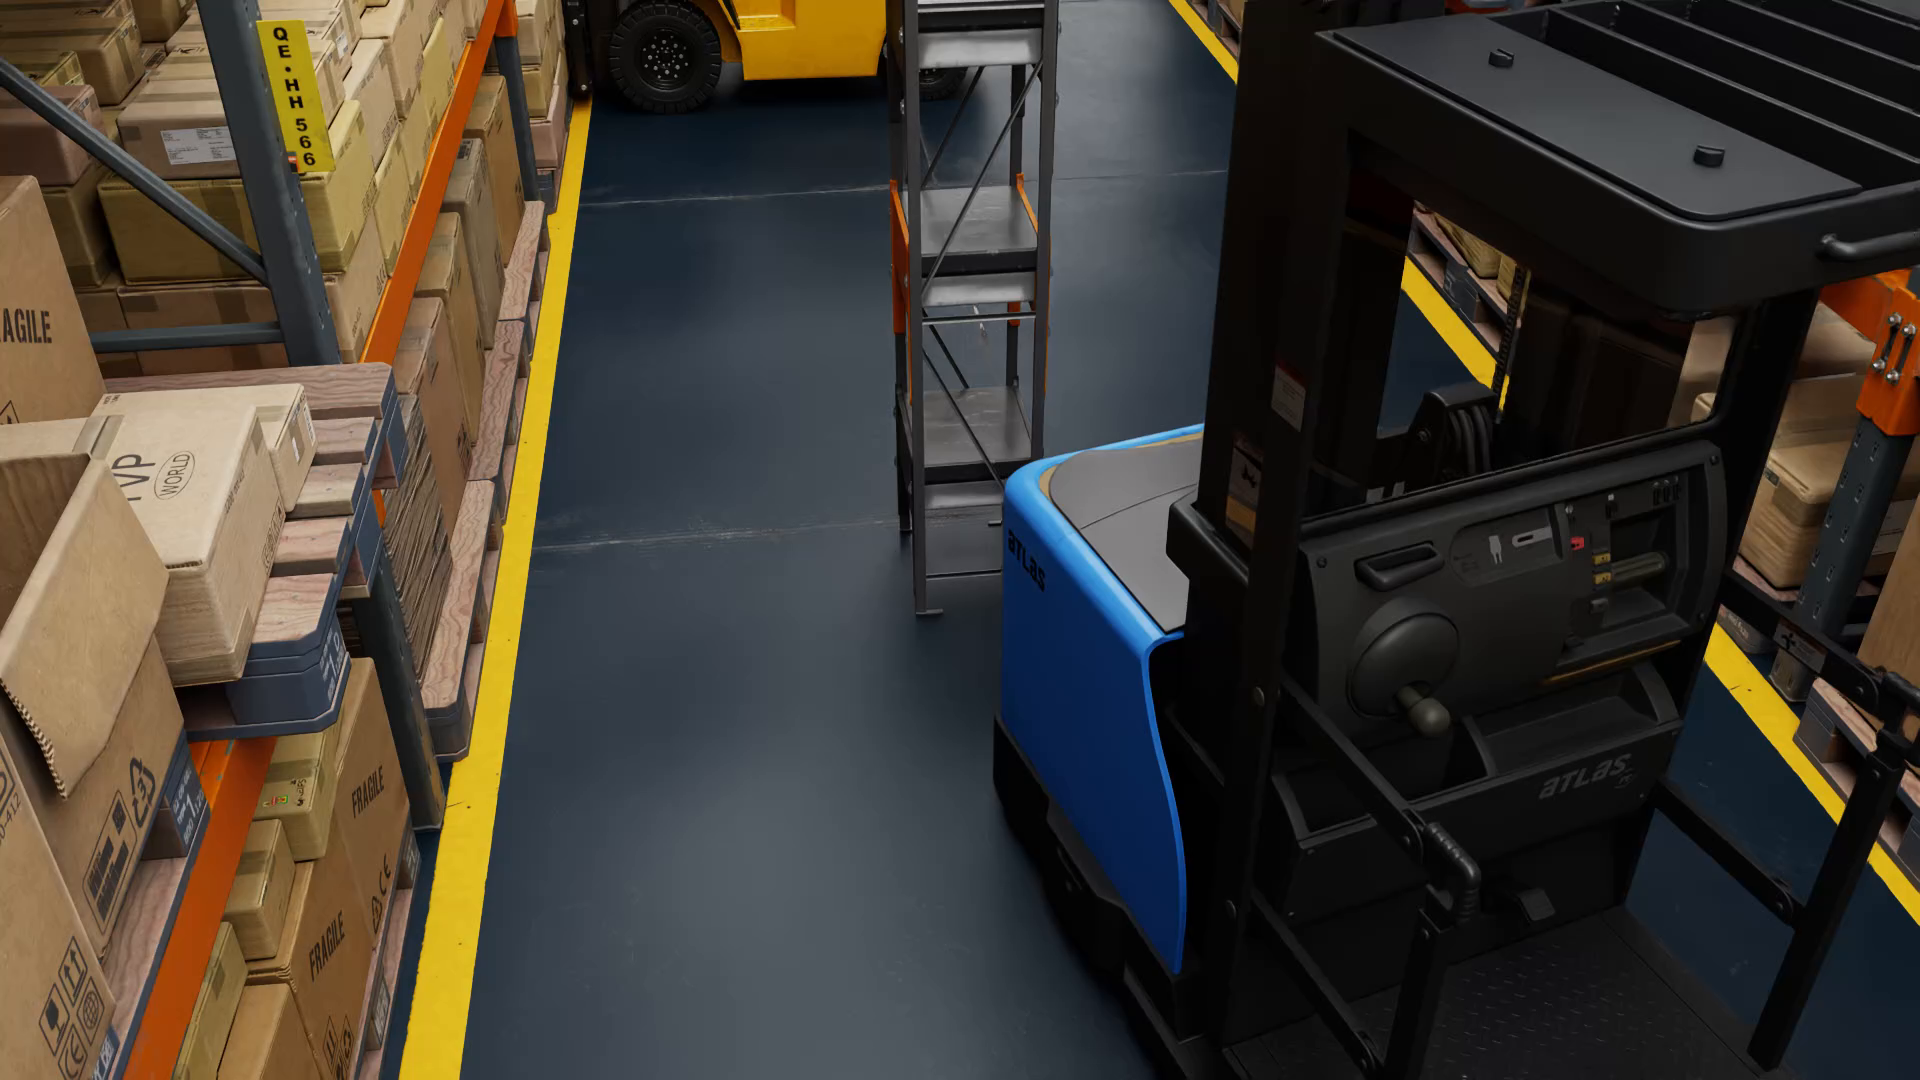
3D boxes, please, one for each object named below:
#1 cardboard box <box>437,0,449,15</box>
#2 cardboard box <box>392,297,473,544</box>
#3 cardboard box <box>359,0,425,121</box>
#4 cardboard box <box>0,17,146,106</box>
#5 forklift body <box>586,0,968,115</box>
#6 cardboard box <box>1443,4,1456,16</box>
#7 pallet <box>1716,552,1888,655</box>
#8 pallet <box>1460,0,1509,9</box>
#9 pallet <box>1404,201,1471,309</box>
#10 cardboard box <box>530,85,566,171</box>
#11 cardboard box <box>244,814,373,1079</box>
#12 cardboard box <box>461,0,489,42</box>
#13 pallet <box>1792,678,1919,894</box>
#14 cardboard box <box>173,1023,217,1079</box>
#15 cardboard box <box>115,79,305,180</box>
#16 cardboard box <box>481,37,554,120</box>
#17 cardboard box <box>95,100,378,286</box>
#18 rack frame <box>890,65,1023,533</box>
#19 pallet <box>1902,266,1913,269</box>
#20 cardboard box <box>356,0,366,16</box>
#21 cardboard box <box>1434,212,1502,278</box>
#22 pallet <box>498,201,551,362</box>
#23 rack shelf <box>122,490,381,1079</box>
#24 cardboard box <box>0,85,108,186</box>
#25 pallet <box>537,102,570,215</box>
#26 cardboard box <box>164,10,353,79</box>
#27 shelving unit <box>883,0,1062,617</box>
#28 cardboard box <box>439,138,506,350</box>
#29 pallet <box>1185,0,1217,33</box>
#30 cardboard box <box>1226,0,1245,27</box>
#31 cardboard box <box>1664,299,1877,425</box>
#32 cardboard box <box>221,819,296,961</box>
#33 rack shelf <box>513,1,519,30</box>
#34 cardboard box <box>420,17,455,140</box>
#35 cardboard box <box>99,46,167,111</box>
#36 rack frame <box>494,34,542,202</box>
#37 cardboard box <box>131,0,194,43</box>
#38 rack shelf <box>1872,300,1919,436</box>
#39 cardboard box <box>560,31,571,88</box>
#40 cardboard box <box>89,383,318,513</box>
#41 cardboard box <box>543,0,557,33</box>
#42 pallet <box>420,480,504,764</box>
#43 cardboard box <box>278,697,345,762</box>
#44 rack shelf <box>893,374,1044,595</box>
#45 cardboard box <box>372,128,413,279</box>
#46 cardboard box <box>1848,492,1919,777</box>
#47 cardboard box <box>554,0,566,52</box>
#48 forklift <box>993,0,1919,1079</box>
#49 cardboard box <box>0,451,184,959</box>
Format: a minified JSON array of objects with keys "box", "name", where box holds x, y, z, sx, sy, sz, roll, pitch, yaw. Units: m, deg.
[{"box":[-2.009,-1.985,5.688,0.500,0.250,0.500,-4,34,-5],"name":"cardboard box"},{"box":[-2.096,-0.340,5.322,0.875,0.625,0.625,-3,34,-5],"name":"cardboard box"},{"box":[-1.866,-1.419,4.857,0.500,0.250,0.500,-5,35,-8],"name":"cardboard box"},{"box":[-2.295,-1.197,4.178,0.380,0.149,0.250,-4,35,-6],"name":"cardboard box"},{"box":[-0.943,-3.628,9.164,2.313,2.155,1.214,-4,35,-6],"name":"forklift body"},{"box":[2.638,-2.742,8.513,0.500,0.500,0.500,-3,34,-4],"name":"cardboard box"},{"box":[2.884,-0.097,5.705,1.003,0.211,1.213,-4,35,-6],"name":"pallet"},{"box":[2.409,-2.528,6.967,1.003,0.211,1.213,-4,35,-6],"name":"pallet"},{"box":[2.556,-1.458,7.703,1.003,0.211,1.213,-4,35,-6],"name":"pallet"},{"box":[-2.205,-1.999,8.089,0.500,0.250,0.500,-4,34,-6],"name":"cardboard box"},{"box":[-1.603,0.924,3.577,0.500,0.500,0.500,-5,35,-7],"name":"cardboard box"},{"box":[-2.068,-2.064,6.248,0.500,0.250,0.500,-5,35,-7],"name":"cardboard box"},{"box":[3.019,0.785,4.411,1.003,0.211,1.213,-4,35,-6],"name":"pallet"},{"box":[-1.529,1.003,2.885,0.380,0.149,0.250,-5,35,-7],"name":"cardboard box"},{"box":[-1.681,-0.944,3.807,0.380,0.149,0.250,-3,34,-5],"name":"cardboard box"},{"box":[-2.227,-2.204,7.946,0.500,0.250,0.500,-5,35,-7],"name":"cardboard box"},{"box":[-1.723,-0.848,4.019,0.500,0.250,0.500,-4,35,-6],"name":"cardboard box"},{"box":[-0.011,-0.911,5.223,0.400,2.100,0.015,-4,35,-6],"name":"rack frame"},{"box":[2.786,-1.123,4.905,1.213,0.211,1.003,-4,35,-6],"name":"pallet"},{"box":[-1.889,-1.518,4.649,0.380,0.149,0.250,-4,34,-6],"name":"cardboard box"},{"box":[2.623,-1.439,7.159,0.950,0.372,0.625,-2,34,-3],"name":"cardboard box"},{"box":[-2.330,-1.107,7.186,1.003,0.211,1.213,-4,35,-6],"name":"pallet"},{"box":[-1.661,0.978,2.289,1.077,0.370,4.000,-4,35,-6],"name":"rack shelf"},{"box":[-2.175,-0.910,3.758,0.380,0.149,0.250,-3,34,-5],"name":"cardboard box"},{"box":[-2.534,-1.962,8.441,1.003,0.211,1.213,-4,35,-6],"name":"pallet"},{"box":[-1.778,-1.235,4.234,0.380,0.149,0.250,-3,34,-5],"name":"cardboard box"},{"box":[0.022,-0.775,5.023,0.431,2.100,0.503,-4,35,-6],"name":"shelving unit"},{"box":[-2.290,-1.135,6.488,0.875,0.625,0.625,-5,35,-7],"name":"cardboard box"},{"box":[1.996,-3.626,10.884,1.003,0.211,1.213,-4,35,-6],"name":"pallet"},{"box":[1.893,-3.254,9.931,0.500,0.250,0.500,-2,34,-3],"name":"cardboard box"},{"box":[2.815,-0.628,5.968,0.950,0.372,0.625,-5,35,-7],"name":"cardboard box"},{"box":[-1.554,0.713,3.311,0.380,0.149,0.250,-5,35,-8],"name":"cardboard box"},{"box":[-2.737,-3.486,8.840,1.077,0.370,4.000,-4,35,-6],"name":"rack shelf"},{"box":[-1.955,-1.497,5.416,0.500,0.250,0.500,-3,34,-5],"name":"cardboard box"},{"box":[-2.336,-1.094,4.381,0.500,0.250,0.500,-4,34,-6],"name":"cardboard box"},{"box":[-2.468,-2.667,7.000,1.000,3.000,0.127,-4,35,-6],"name":"rack frame"},{"box":[-2.355,-1.481,4.594,0.380,0.149,0.250,-5,35,-7],"name":"cardboard box"},{"box":[3.257,0.600,2.844,1.077,0.370,4.000,-4,35,-6],"name":"rack shelf"},{"box":[-2.373,-2.567,8.922,0.500,0.250,0.500,-4,34,-6],"name":"cardboard box"},{"box":[-1.462,-0.167,3.182,0.380,0.149,0.250,-4,34,-5],"name":"cardboard box"},{"box":[-2.281,-2.697,8.225,0.500,0.250,0.500,-4,35,-6],"name":"cardboard box"},{"box":[-2.002,0.255,5.188,1.003,0.211,1.213,-4,35,-6],"name":"pallet"},{"box":[-1.613,0.413,3.751,0.380,0.149,0.250,-6,35,-9],"name":"cardboard box"},{"box":[0.022,-0.186,5.425,0.431,0.518,0.480,-4,35,-6],"name":"rack shelf"},{"box":[-1.810,-0.920,4.570,0.500,0.250,0.500,-5,35,-7],"name":"cardboard box"},{"box":[2.998,0.283,4.185,0.875,0.875,0.875,-5,35,-7],"name":"cardboard box"},{"box":[-2.353,-2.767,8.771,0.500,0.250,0.500,-5,35,-7],"name":"cardboard box"},{"box":[1.131,0.152,2.924,1.130,2.935,3.031,-13,36,-19],"name":"forklift"},{"box":[-1.527,0.246,2.261,0.797,0.503,0.637,-5,35,-7],"name":"cardboard box"}]
